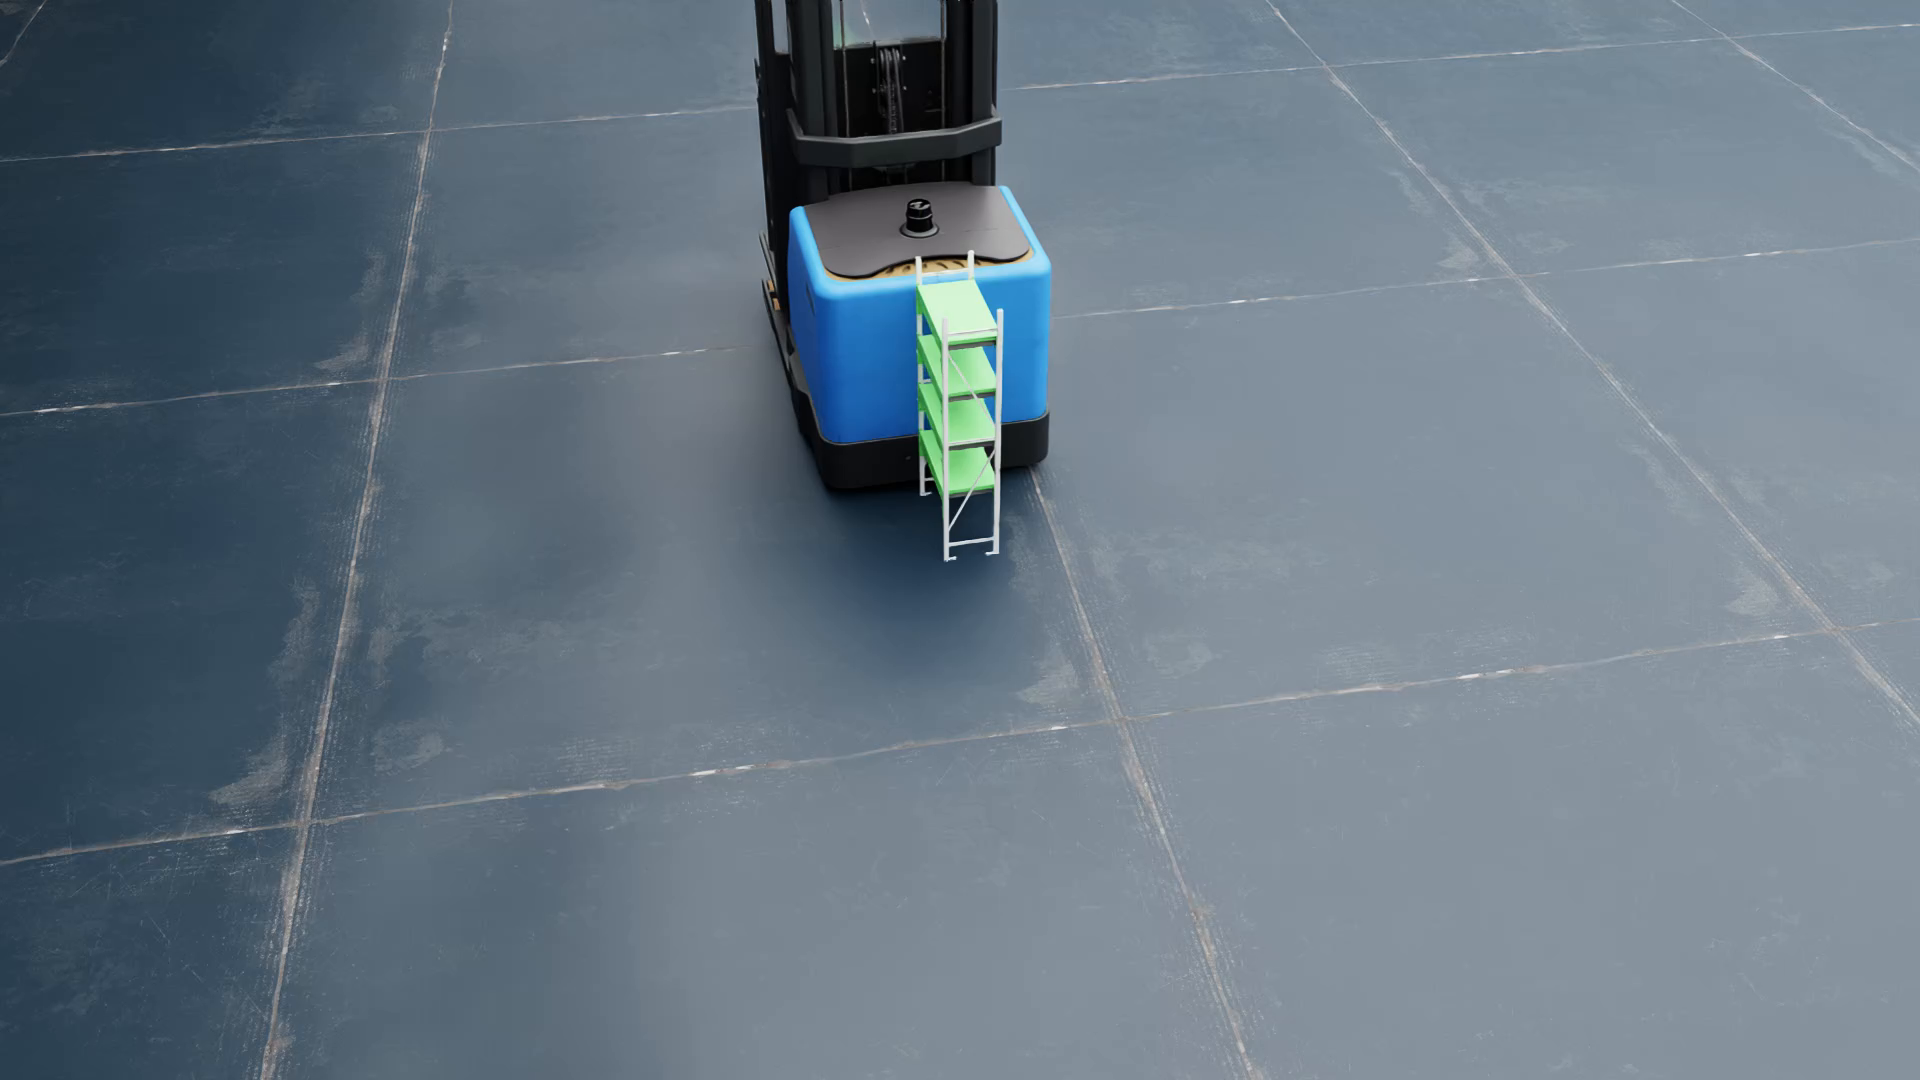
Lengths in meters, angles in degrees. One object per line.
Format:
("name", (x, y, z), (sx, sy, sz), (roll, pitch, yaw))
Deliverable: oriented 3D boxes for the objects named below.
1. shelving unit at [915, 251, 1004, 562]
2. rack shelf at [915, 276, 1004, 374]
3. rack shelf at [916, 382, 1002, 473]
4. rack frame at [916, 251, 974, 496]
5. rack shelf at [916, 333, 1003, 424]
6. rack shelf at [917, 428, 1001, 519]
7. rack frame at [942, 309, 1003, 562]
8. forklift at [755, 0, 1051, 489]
("shelving unit", (-0.007, -0.546, 6.975), (0.258, 1.200, 0.503), (-8, 39, -10))
("rack shelf", (-0.007, -0.875, 6.720), (0.258, 0.148, 0.480), (-8, 39, -10))
("rack shelf", (-0.007, -0.496, 7.014), (0.258, 0.148, 0.480), (-8, 39, -10))
("rack frame", (-0.063, -0.692, 7.163), (0.240, 1.200, 0.015), (-8, 39, -10))
("rack shelf", (-0.007, -0.685, 6.867), (0.258, 0.148, 0.480), (-8, 39, -10))
("rack shelf", (-0.007, -0.306, 7.162), (0.258, 0.148, 0.480), (-8, 39, -10))
("rack frame", (0.048, -0.400, 6.788), (0.240, 1.200, 0.015), (-8, 39, -10))
("forklift", (-0.425, -2.292, 7.811), (1.130, 2.935, 3.031), (-8, 39, -10))
